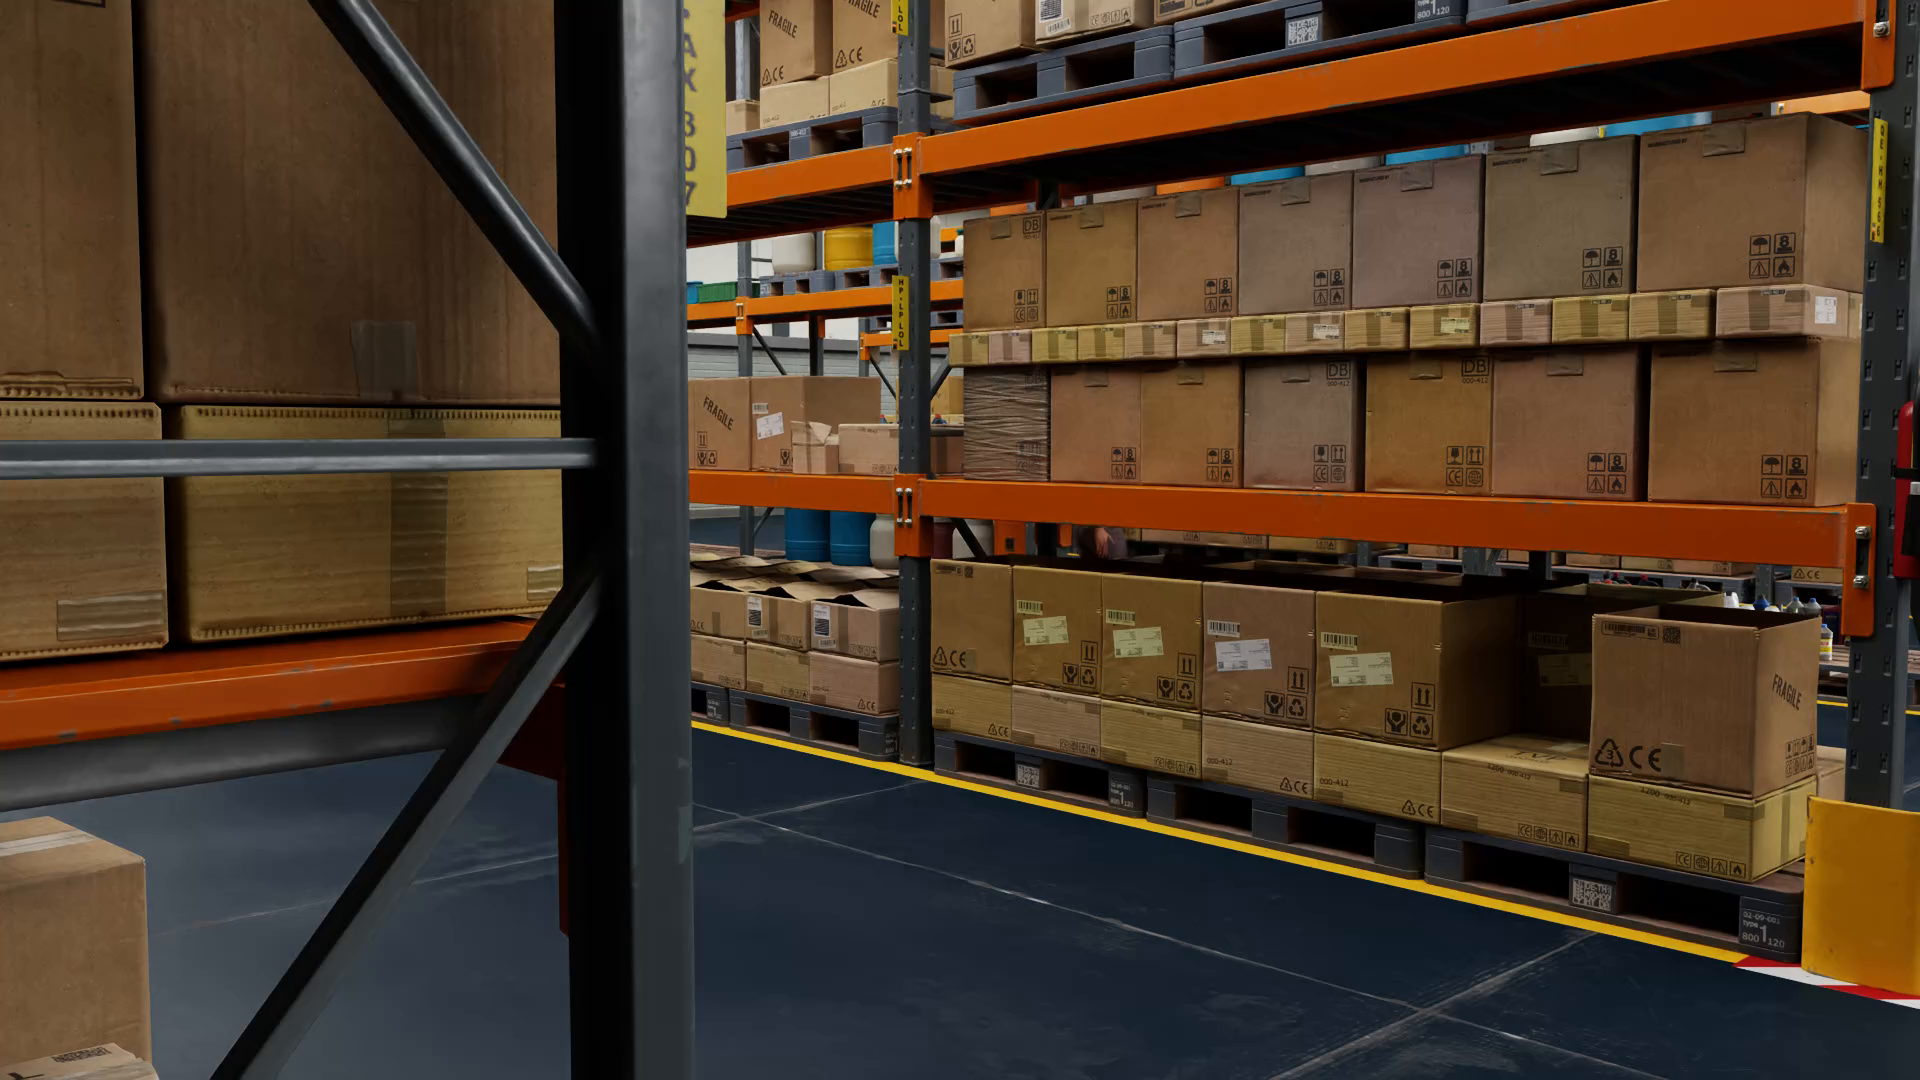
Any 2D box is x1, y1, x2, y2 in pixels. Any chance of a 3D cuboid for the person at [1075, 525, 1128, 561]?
[{"bbox_3d":[0.956,-0.056,10.811,0.672,1.726,0.546,0,4,-5],"label":"person"}]
